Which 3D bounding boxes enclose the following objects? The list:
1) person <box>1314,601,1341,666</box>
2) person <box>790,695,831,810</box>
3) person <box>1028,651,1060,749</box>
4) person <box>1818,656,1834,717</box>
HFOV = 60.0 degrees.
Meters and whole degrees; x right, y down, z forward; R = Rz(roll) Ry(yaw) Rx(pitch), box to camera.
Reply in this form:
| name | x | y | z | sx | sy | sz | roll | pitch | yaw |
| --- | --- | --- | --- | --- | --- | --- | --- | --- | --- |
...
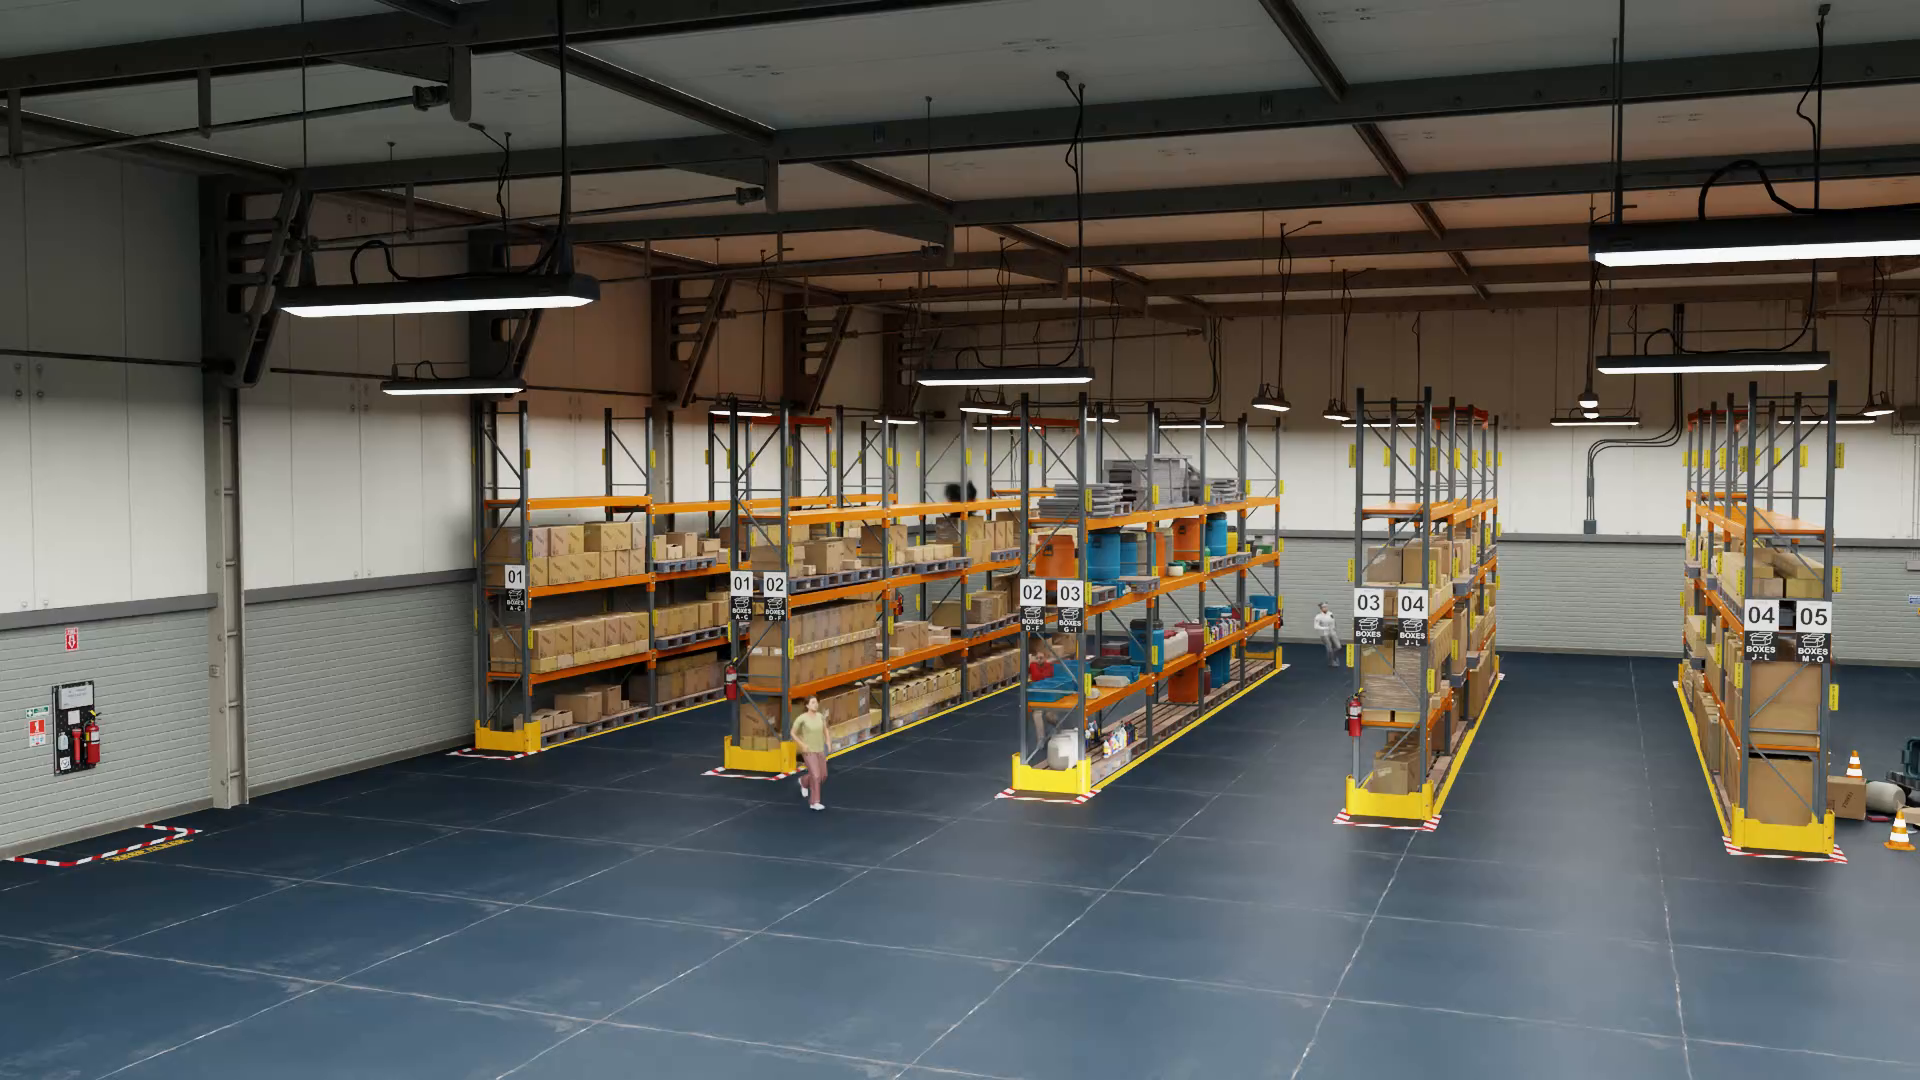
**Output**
| name | x | y | z | sx | sy | sz | roll | pitch | yaw |
| --- | --- | --- | --- | --- | --- | --- | --- | --- | --- |
| person | 8.827 | 2.252 | 39.860 | 0.708 | 1.587 | 0.552 | -1 | 3 | -16 |
| person | -2.155 | 3.022 | 23.850 | 0.620 | 1.626 | 0.683 | -2 | 4 | -40 |
| person | 1.511 | 2.764 | 29.130 | 0.673 | 1.720 | 1.016 | 1 | 3 | 23 |
| person | 16.338 | 2.616 | 31.792 | 0.611 | 1.637 | 0.937 | 1 | 3 | 20 |
